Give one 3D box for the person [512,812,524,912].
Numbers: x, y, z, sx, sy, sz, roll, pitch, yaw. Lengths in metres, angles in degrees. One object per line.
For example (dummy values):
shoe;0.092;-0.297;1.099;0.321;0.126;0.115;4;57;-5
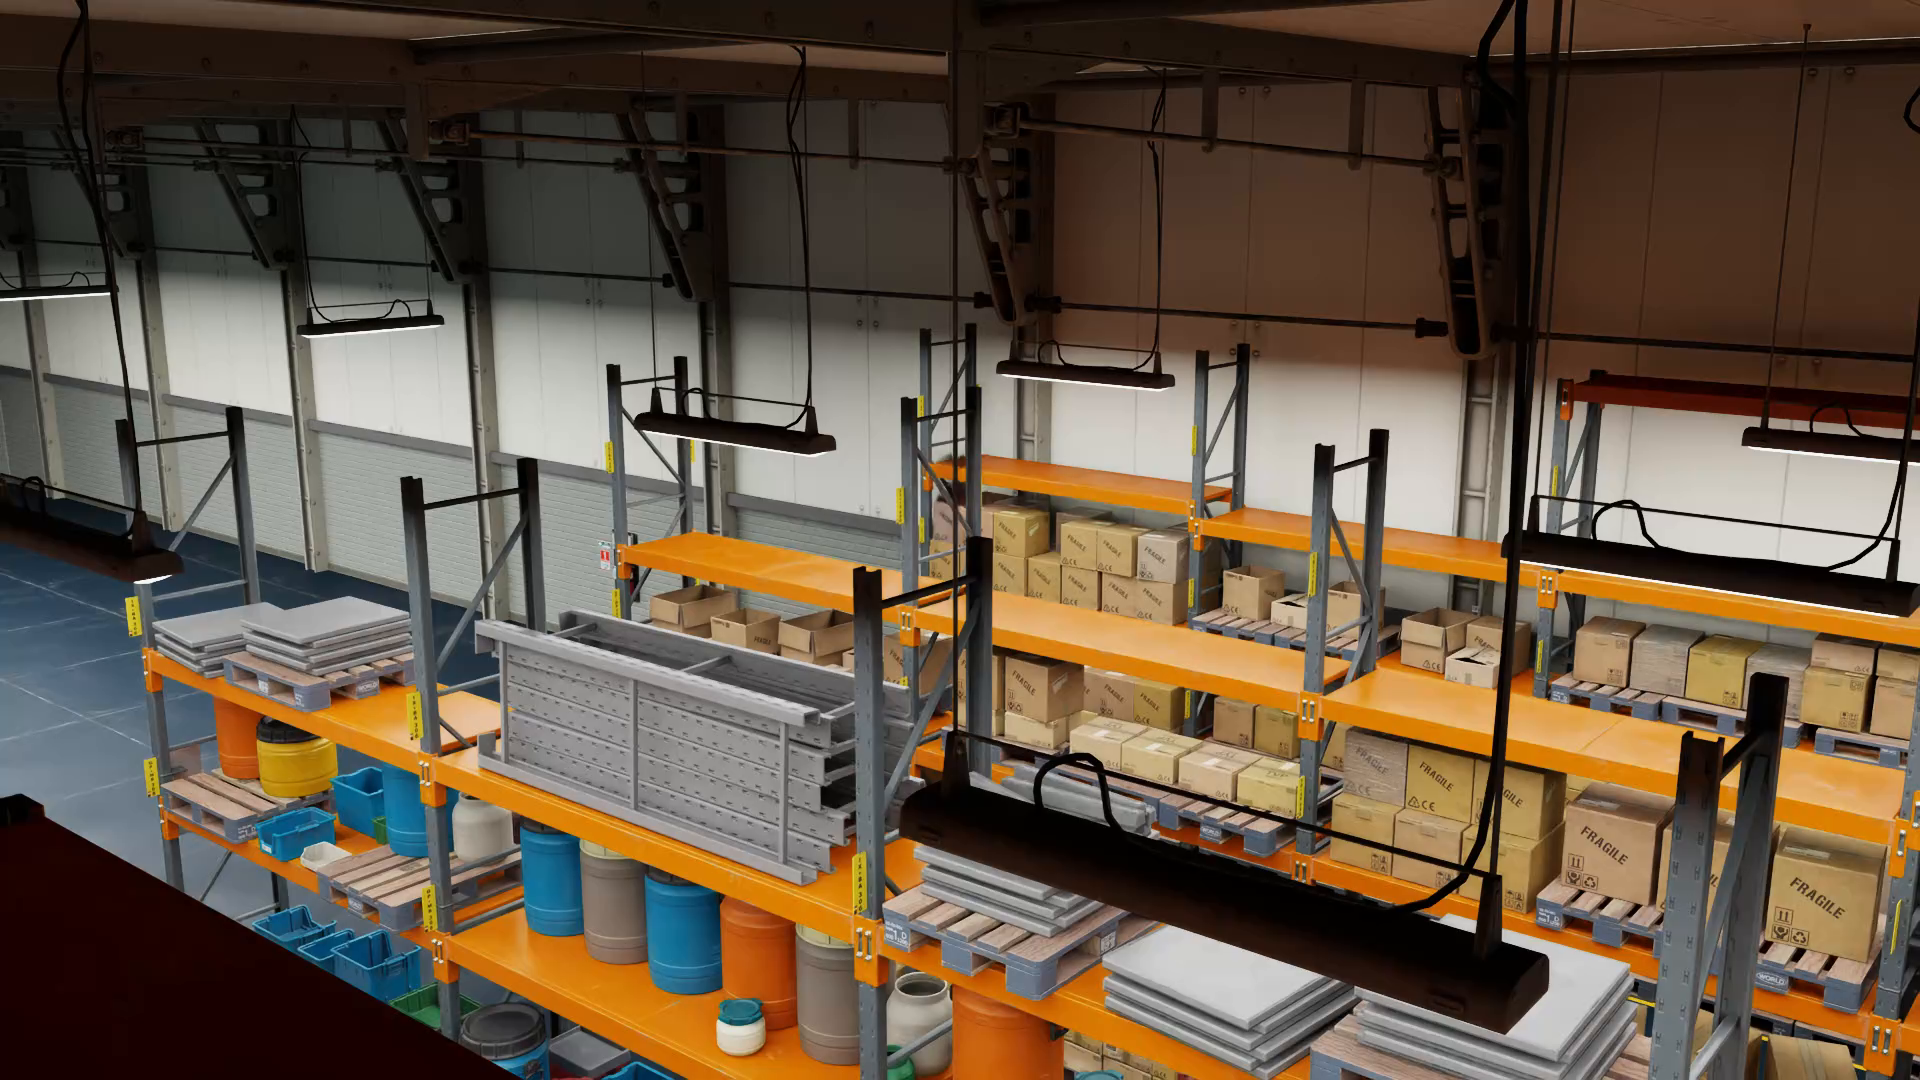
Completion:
person;-4.682;3.335;17.500;0.553;1.723;0.991;-7;14;-28
